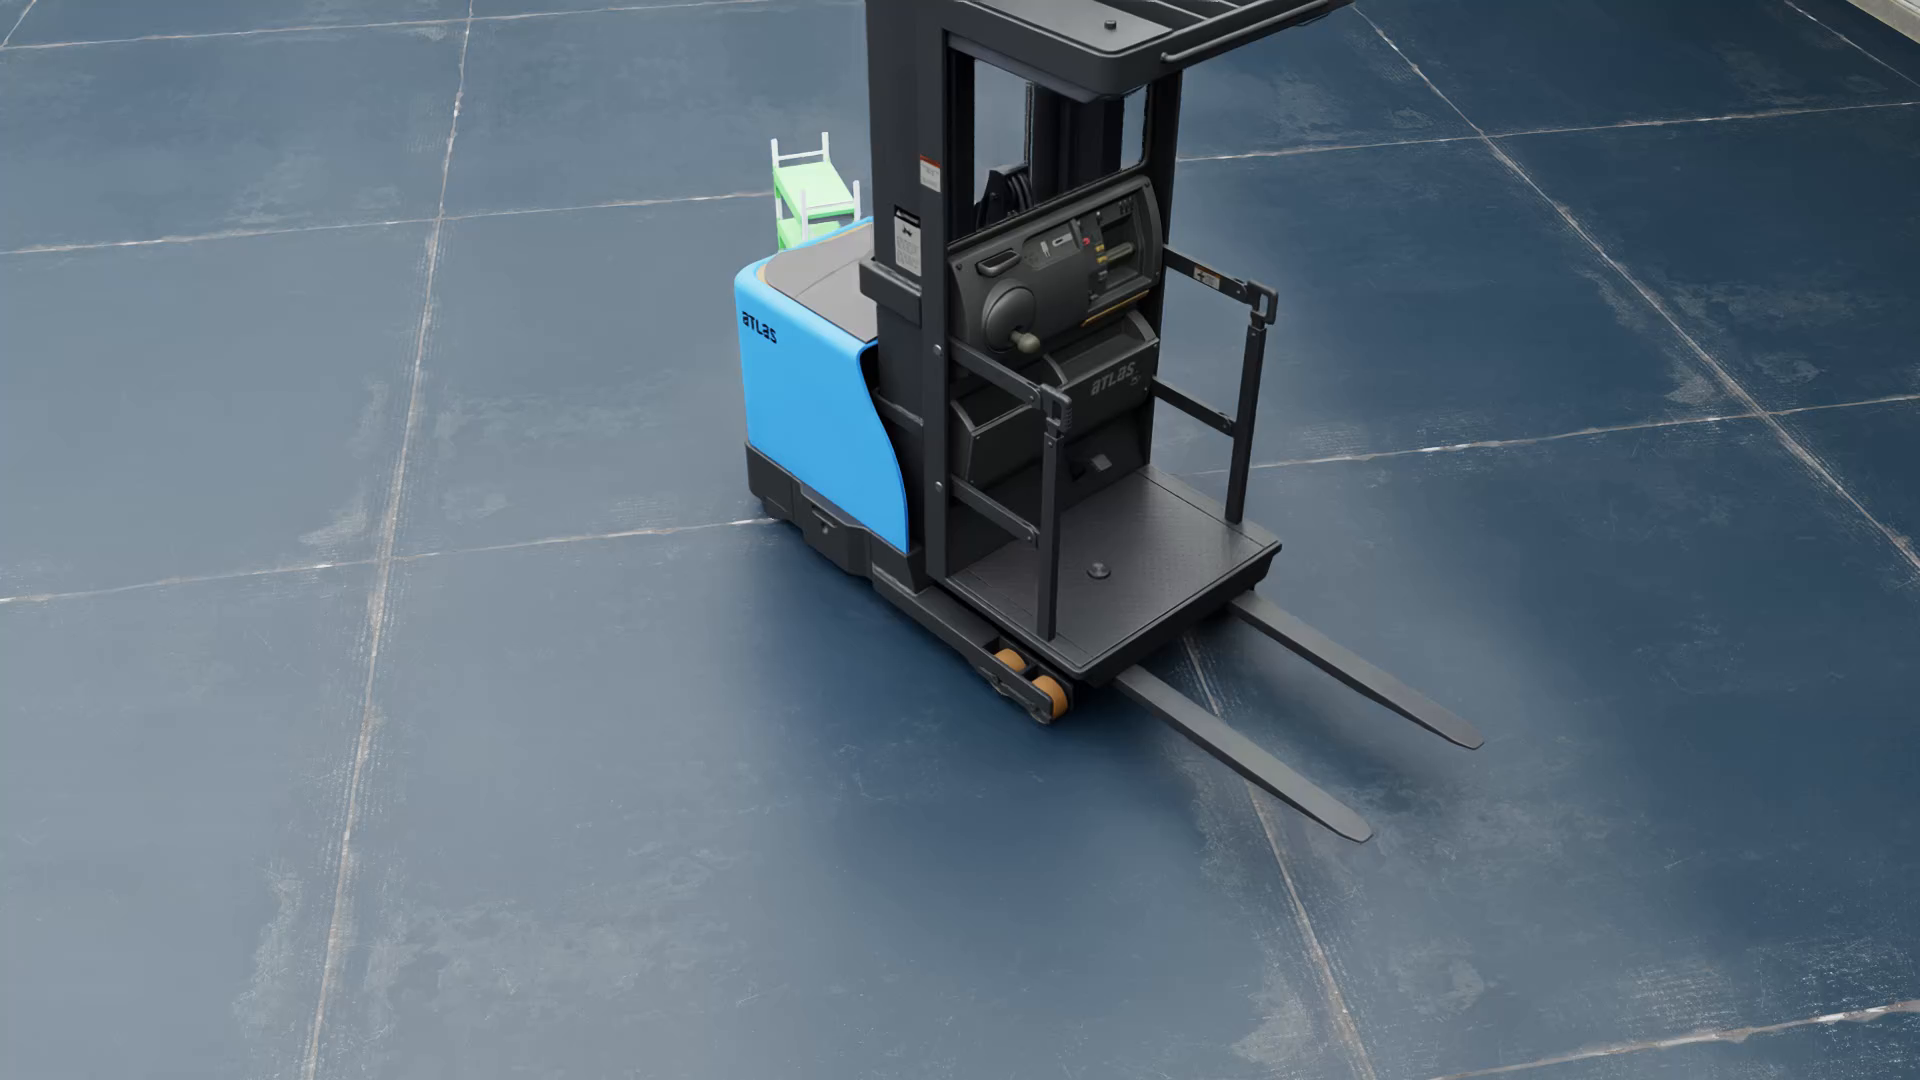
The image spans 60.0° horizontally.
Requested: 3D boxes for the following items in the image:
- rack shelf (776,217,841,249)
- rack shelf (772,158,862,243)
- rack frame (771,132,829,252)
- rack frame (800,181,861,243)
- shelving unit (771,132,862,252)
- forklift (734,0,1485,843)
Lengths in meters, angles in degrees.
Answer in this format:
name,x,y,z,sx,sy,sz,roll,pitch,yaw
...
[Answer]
name,x,y,z,sx,sy,sz,roll,pitch,yaw
rack shelf,-0.595,-1.214,7.048,0.258,0.148,0.480,-12,39,-14
rack shelf,-0.595,-1.404,6.900,0.258,0.148,0.480,-12,39,-14
rack frame,-0.673,-1.217,7.339,0.240,1.200,0.015,-12,39,-14
rack frame,-0.518,-0.933,6.973,0.240,1.200,0.015,-12,39,-14
shelving unit,-0.595,-1.075,7.156,0.258,1.200,0.503,-12,39,-14
forklift,0.483,-0.864,5.473,1.130,2.935,3.031,-29,46,-32
